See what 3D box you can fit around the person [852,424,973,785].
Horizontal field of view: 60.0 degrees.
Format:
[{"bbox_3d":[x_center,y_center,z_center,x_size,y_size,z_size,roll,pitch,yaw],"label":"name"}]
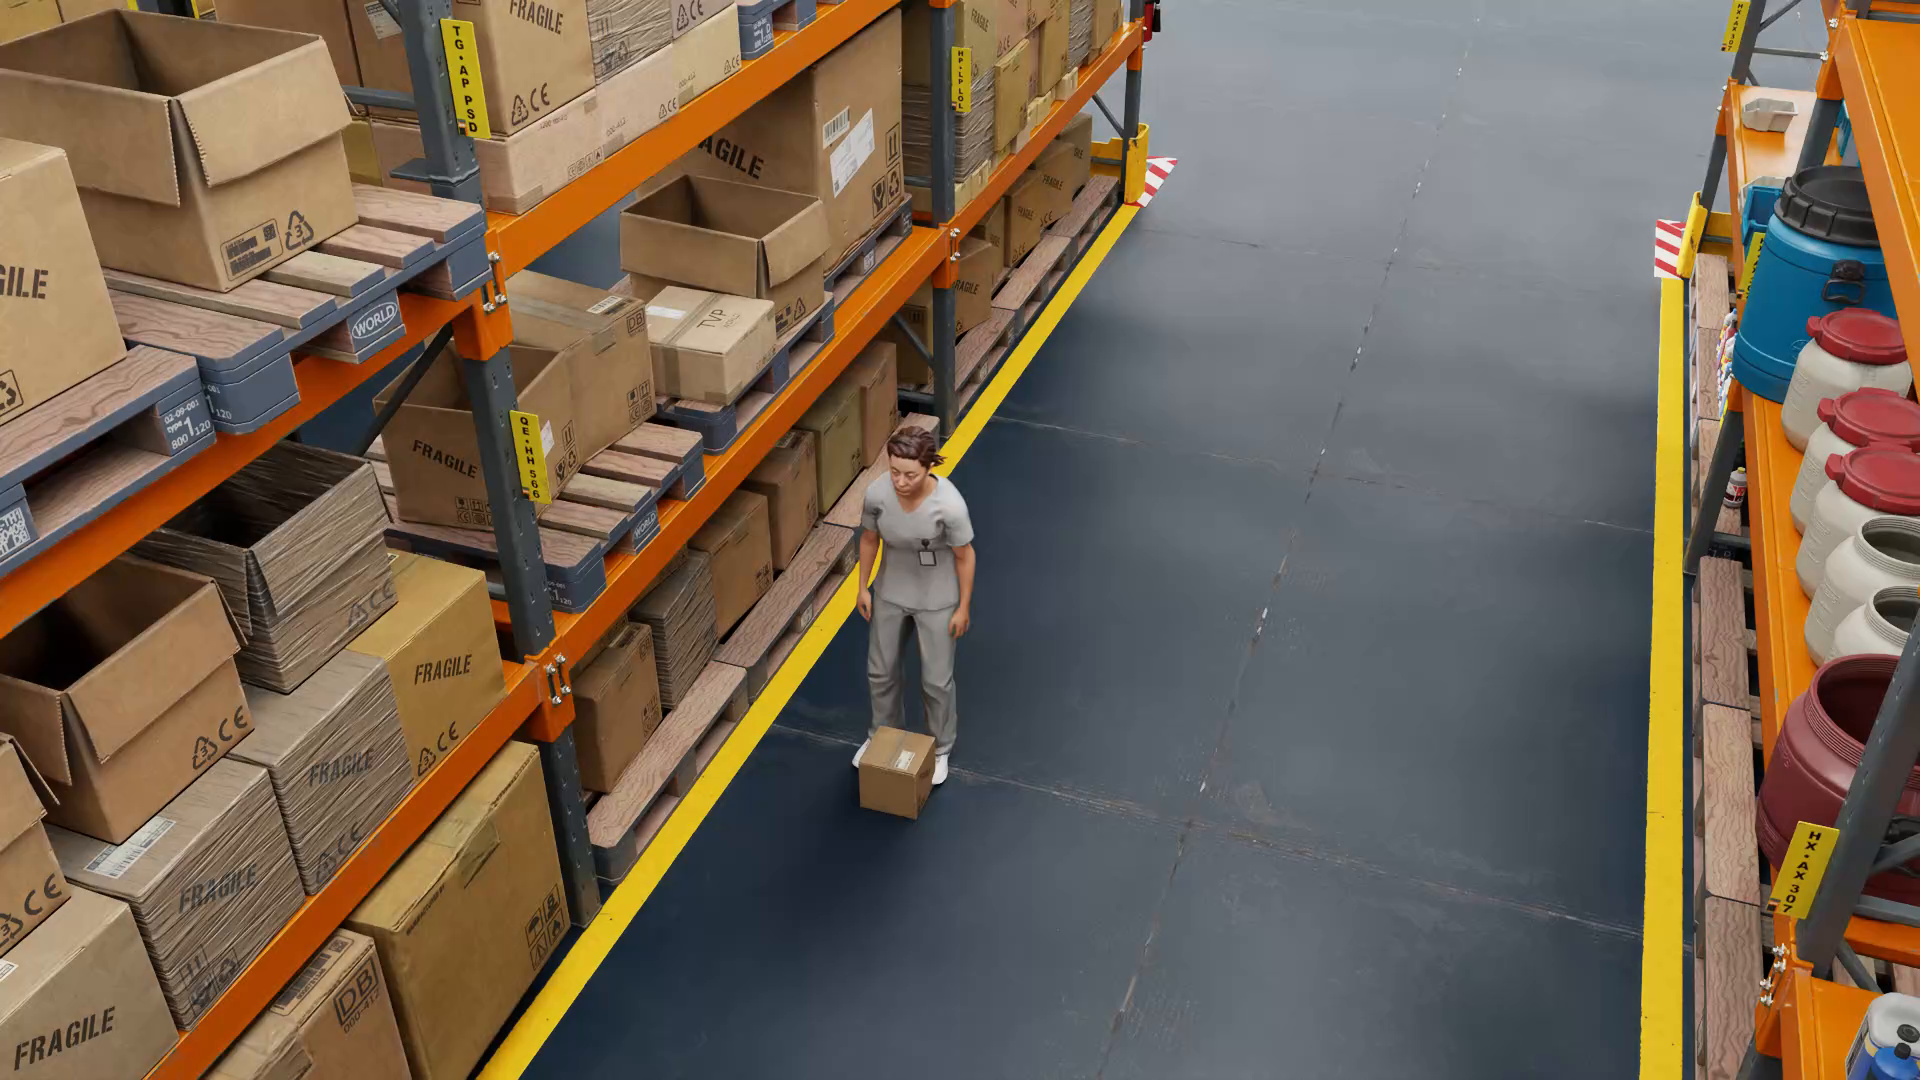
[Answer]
[{"bbox_3d":[-0.188,0.346,6.830,0.486,1.437,0.357,11,35,17],"label":"person"}]
